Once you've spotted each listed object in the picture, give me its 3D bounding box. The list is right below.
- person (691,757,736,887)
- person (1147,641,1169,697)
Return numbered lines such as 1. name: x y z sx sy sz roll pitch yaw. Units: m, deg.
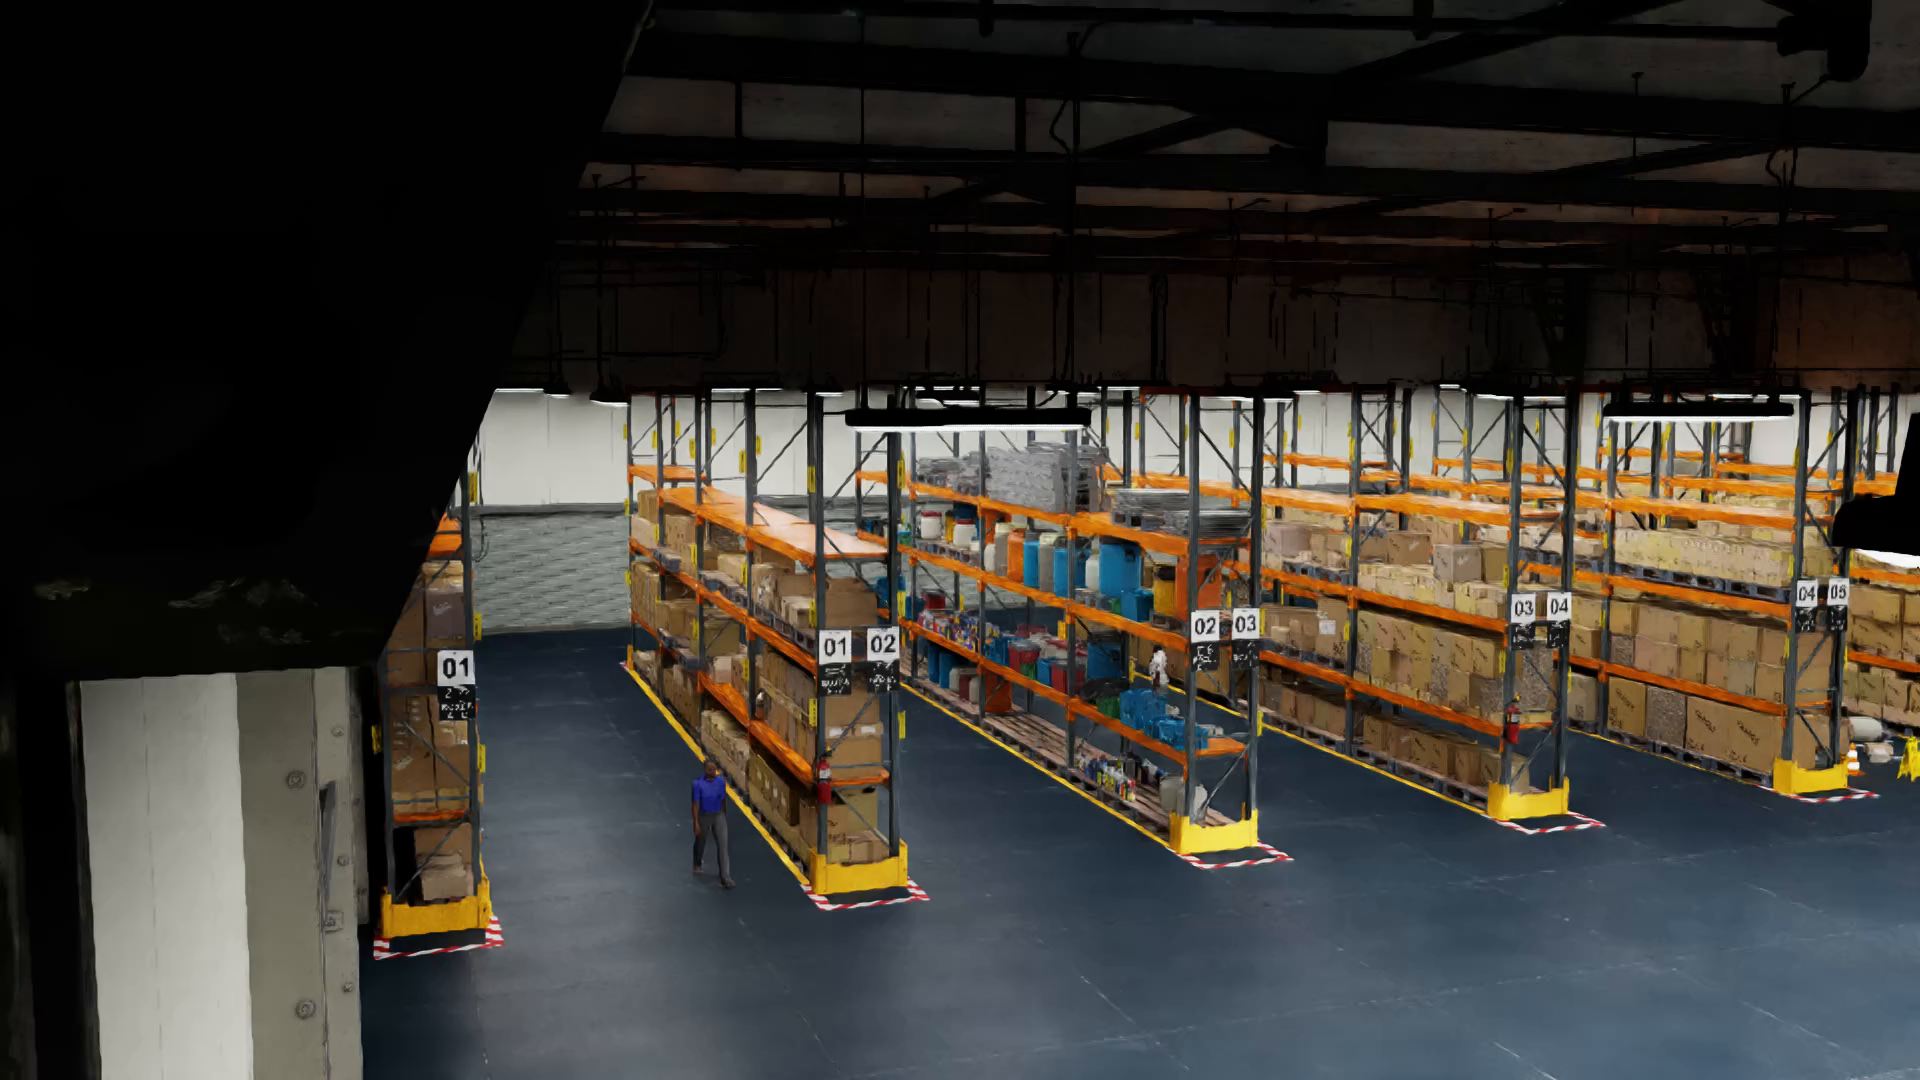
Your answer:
1. person: -3.079 3.422 20.435 0.450 1.572 1.089 -2 6 -21
2. person: 3.419 2.518 28.833 0.528 1.669 0.531 1 6 10
